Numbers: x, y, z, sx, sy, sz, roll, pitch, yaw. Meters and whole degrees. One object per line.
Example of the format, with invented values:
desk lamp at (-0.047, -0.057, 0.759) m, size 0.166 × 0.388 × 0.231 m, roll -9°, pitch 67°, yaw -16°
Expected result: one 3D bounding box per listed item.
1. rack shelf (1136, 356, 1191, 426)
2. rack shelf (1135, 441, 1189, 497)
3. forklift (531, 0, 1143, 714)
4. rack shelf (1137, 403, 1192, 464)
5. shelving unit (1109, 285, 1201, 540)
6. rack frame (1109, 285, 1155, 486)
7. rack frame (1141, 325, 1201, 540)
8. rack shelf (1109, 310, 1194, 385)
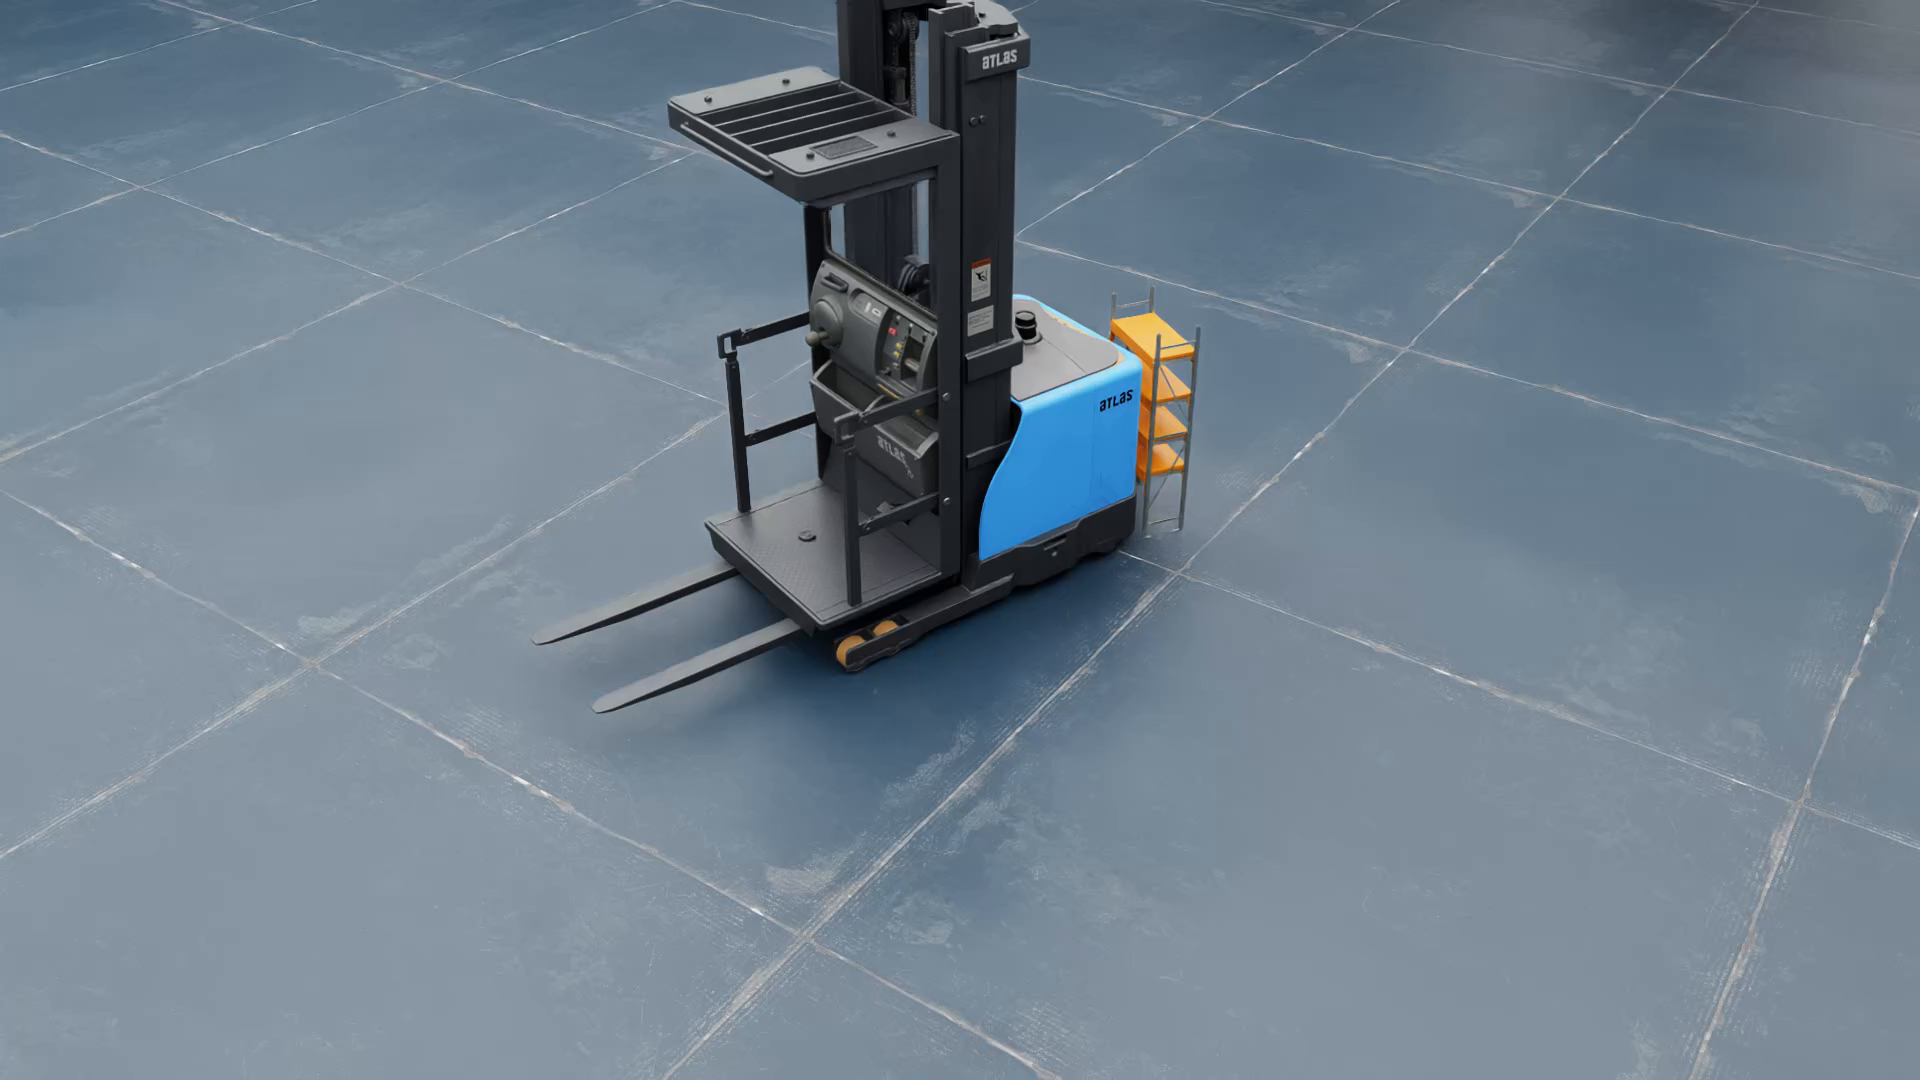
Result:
rack shelf at (0.979, -0.785, 8.560) m, size 0.258 × 0.148 × 0.480 m, roll -13°, pitch 36°, yaw -18°
rack shelf at (0.978, -0.435, 8.796) m, size 0.258 × 0.148 × 0.480 m, roll -13°, pitch 36°, yaw -18°
forklift at (-0.571, -0.933, 7.513) m, size 3.031 × 2.935 × 1.130 m, roll -23°, pitch 40°, yaw -30°
rack shelf at (0.978, -0.599, 8.685) m, size 0.258 × 0.148 × 0.480 m, roll -13°, pitch 36°, yaw -18°
shelving unit at (0.978, -0.655, 8.647) m, size 0.258 × 1.200 × 0.503 m, roll -13°, pitch 36°, yaw -18°
rack frame at (0.887, -0.782, 8.835) m, size 0.240 × 1.200 × 0.015 m, roll -13°, pitch 36°, yaw -18°
rack frame at (1.070, -0.528, 8.460) m, size 0.240 × 1.200 × 0.015 m, roll -13°, pitch 36°, yaw -18°
rack shelf at (0.979, -0.981, 8.427) m, size 0.258 × 0.148 × 0.480 m, roll -13°, pitch 36°, yaw -18°
